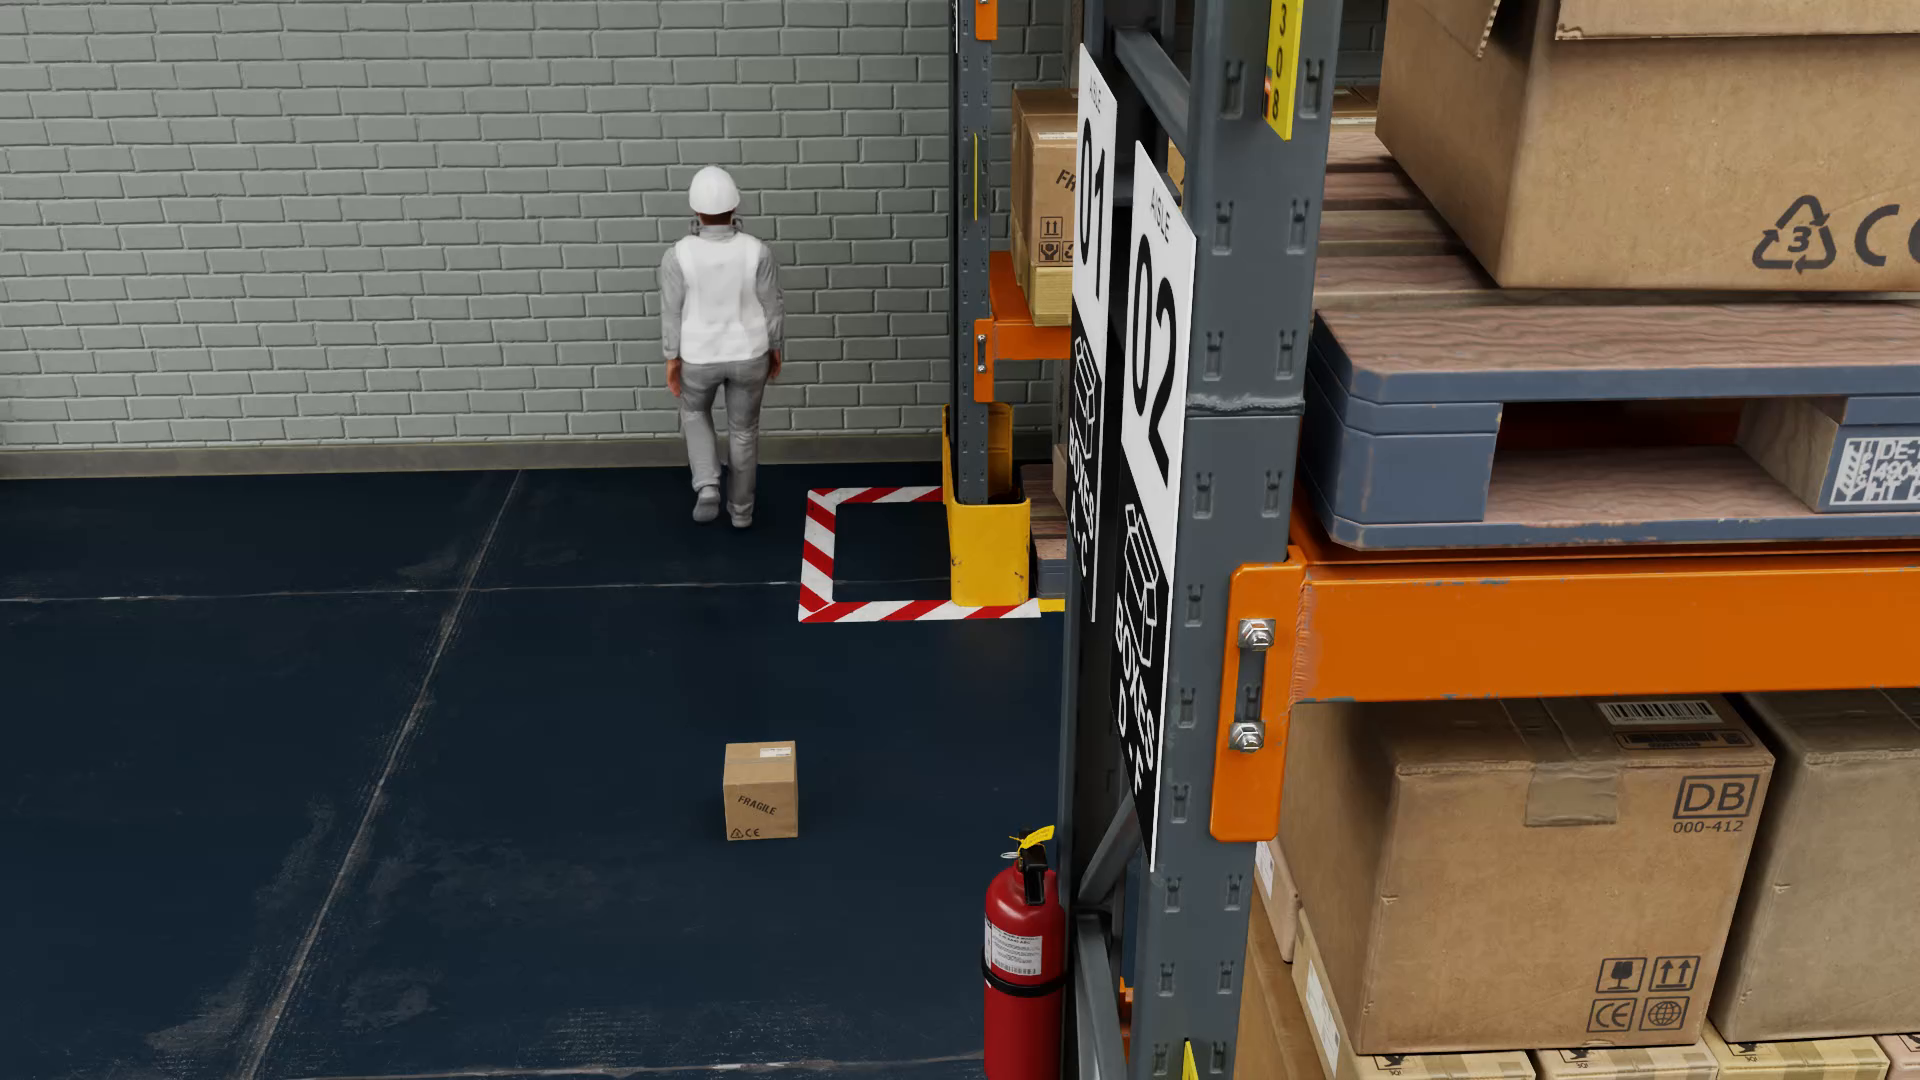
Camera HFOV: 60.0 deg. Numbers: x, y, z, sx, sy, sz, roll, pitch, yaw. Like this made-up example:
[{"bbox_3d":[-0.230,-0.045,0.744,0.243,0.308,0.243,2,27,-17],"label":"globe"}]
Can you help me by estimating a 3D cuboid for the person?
[{"bbox_3d":[-1.099,-0.894,7.769,0.564,1.758,0.467,-4,28,-7],"label":"person"}]
